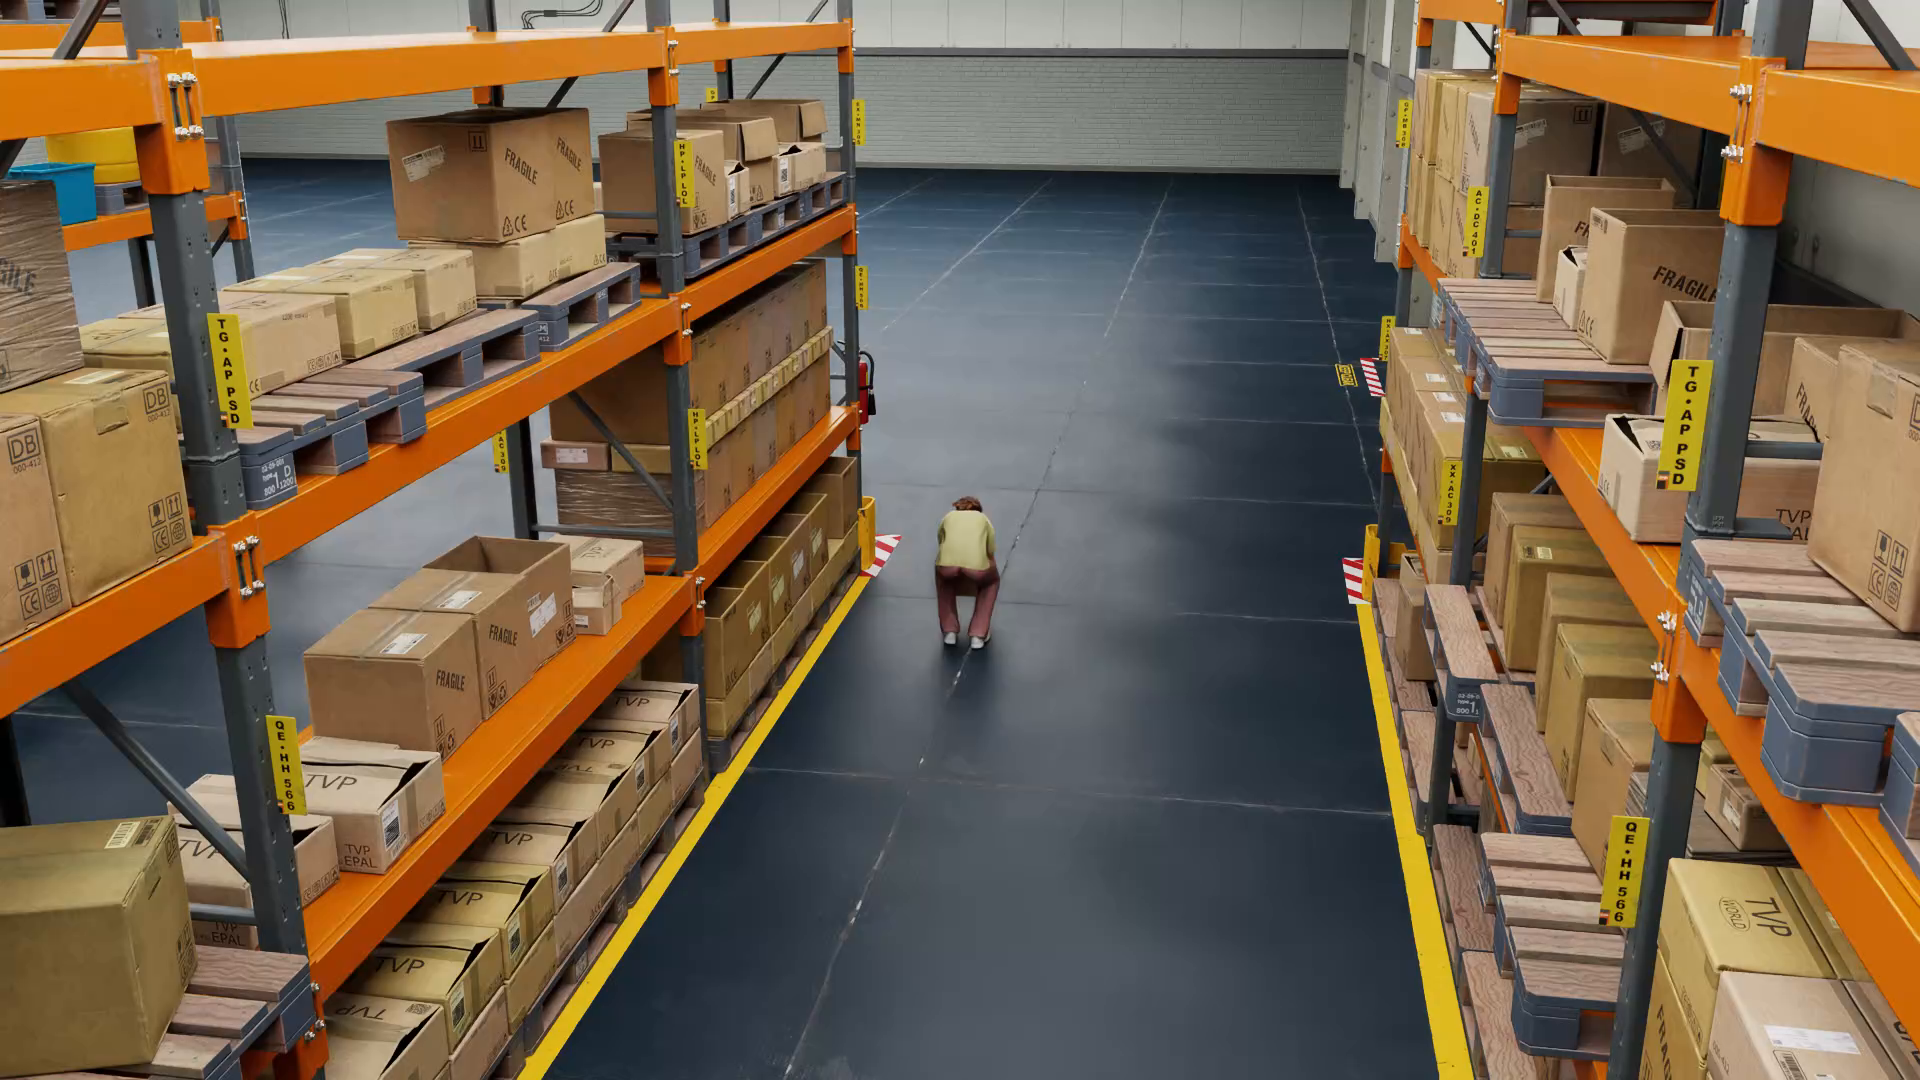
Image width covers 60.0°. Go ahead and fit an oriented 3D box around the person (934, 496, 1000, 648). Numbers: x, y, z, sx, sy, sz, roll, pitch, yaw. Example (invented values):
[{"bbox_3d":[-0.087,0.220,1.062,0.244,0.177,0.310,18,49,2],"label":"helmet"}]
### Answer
[{"bbox_3d":[0.045,0.213,11.586,0.465,0.945,0.860,2,18,6],"label":"person"}]
